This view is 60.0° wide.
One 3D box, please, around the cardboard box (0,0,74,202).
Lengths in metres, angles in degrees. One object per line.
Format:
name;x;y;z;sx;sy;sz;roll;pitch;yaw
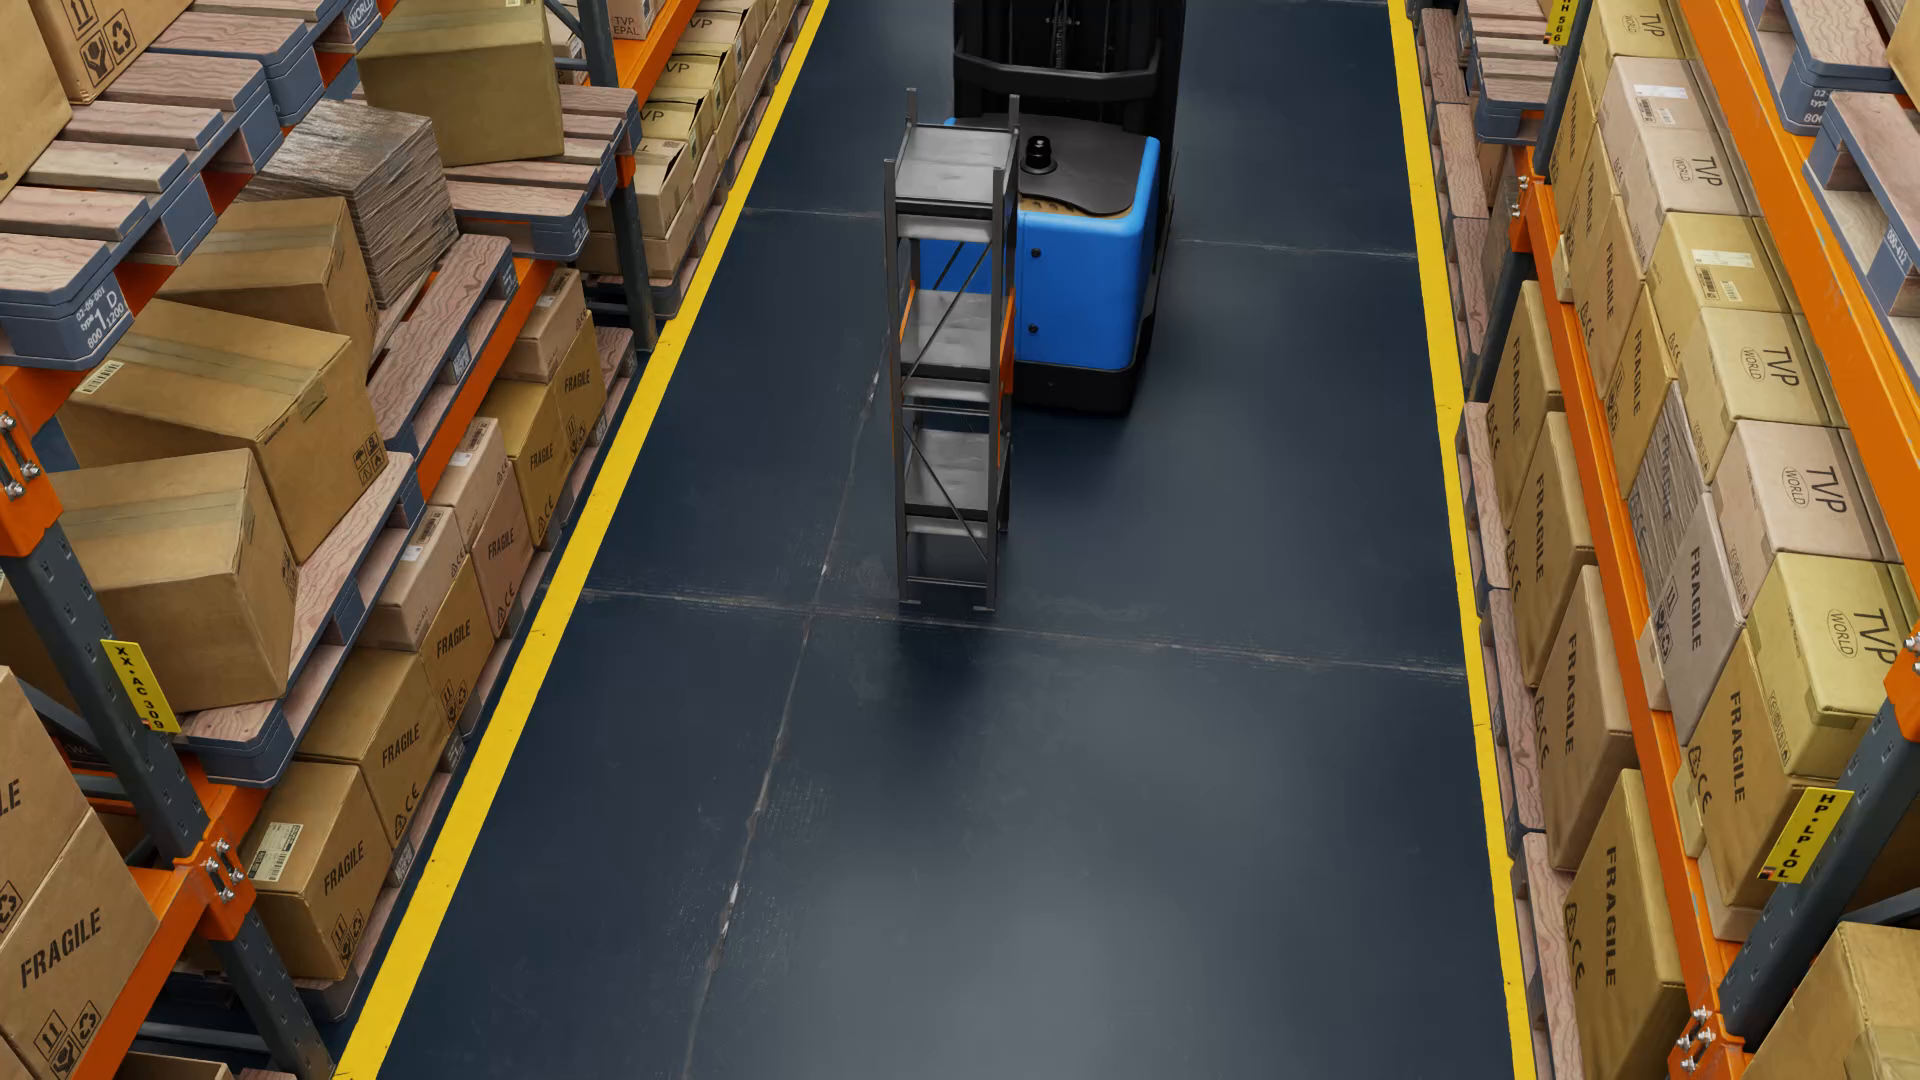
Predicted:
cardboard box;-2.399;-1.021;3.514;0.600;0.600;0.600;1;43;2

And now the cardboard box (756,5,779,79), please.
cardboard box;-1.384;-2.974;9.904;0.500;0.250;0.500;6;44;6

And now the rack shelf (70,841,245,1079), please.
rack shelf;-2.803;2.254;3.211;1.077;0.370;4.000;5;44;6

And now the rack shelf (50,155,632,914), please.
rack shelf;-2.274;-0.472;6.090;1.077;0.370;4.000;5;44;6

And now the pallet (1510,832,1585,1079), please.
pallet;2.400;1.557;5.452;1.003;0.211;1.213;5;44;6

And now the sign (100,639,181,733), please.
sign;-2.000;0.360;4.059;0.100;0.325;0.005;5;44;6

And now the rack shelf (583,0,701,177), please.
rack shelf;-1.745;-3.198;8.969;1.077;0.370;4.000;5;44;6

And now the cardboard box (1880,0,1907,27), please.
cardboard box;2.737;-1.518;4.097;0.700;0.500;0.500;5;44;5

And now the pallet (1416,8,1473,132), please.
pallet;3.328;-2.831;10.087;1.003;0.211;1.213;5;44;6

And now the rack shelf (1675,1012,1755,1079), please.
rack shelf;2.108;2.702;2.738;1.077;0.370;4.000;5;44;6

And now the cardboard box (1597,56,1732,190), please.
cardboard box;2.515;-1.420;5.719;0.500;0.250;0.500;5;44;5

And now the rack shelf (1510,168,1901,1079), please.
rack shelf;2.637;-0.024;5.617;1.077;0.370;4.000;5;44;6

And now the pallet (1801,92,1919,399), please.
pallet;2.445;-0.571;3.629;0.805;0.209;1.217;4;44;4

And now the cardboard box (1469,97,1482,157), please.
cardboard box;3.223;-2.423;9.125;0.700;0.500;0.500;6;44;6

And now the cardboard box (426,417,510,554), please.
cardboard box;-2.035;-0.225;6.259;0.500;0.250;0.500;4;44;5

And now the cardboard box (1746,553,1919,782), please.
cardboard box;2.180;0.312;3.890;0.500;0.250;0.500;6;44;7

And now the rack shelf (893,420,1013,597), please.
rack shelf;-0.022;-0.131;6.900;0.431;0.518;0.480;5;44;6

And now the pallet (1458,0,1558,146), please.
pallet;2.890;-2.074;7.398;1.213;0.211;1.003;5;44;6

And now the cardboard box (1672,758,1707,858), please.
cardboard box;2.146;0.731;4.464;0.380;0.149;0.250;6;44;6

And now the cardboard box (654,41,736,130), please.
cardboard box;-1.519;-2.490;8.985;0.500;0.311;0.500;4;44;4

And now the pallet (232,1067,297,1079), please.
pallet;-2.630;2.111;4.868;1.003;0.211;1.213;5;44;6

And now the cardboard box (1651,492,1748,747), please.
cardboard box;2.241;0.240;4.511;0.500;0.500;0.500;6;44;6

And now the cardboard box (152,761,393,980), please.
cardboard box;-2.233;1.070;5.436;0.500;0.500;0.500;3;44;4

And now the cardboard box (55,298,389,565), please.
cardboard box;-2.226;-0.336;5.045;0.700;0.500;0.500;12;45;12

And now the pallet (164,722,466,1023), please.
pallet;-2.468;1.085;5.951;1.003;0.211;1.213;5;44;6

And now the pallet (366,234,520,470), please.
pallet;-2.262;-0.701;5.948;1.003;0.211;1.213;5;44;6

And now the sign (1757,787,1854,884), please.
sign;1.833;0.643;3.604;0.100;0.325;0.005;5;44;6

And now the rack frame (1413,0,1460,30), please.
rack frame;3.430;-4.374;9.688;1.000;3.000;0.127;5;44;6

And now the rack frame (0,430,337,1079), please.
rack frame;-2.538;0.630;4.403;1.000;3.000;0.127;5;44;6

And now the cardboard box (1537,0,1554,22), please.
cardboard box;3.000;-2.549;7.368;0.700;0.500;0.500;1;43;2

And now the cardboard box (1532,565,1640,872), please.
cardboard box;2.444;0.645;5.645;0.750;0.750;0.750;6;44;7

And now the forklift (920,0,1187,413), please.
forklift;0.559;-2.684;7.953;1.130;2.935;3.031;8;44;8

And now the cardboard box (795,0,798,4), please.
cardboard box;-1.248;-3.667;10.636;0.500;0.250;0.500;5;44;5

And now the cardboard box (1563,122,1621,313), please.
cardboard box;2.505;-1.136;5.965;0.500;0.500;0.500;7;44;7

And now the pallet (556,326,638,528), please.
pallet;-2.146;-0.578;7.707;1.003;0.211;1.213;5;44;6

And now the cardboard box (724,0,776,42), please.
cardboard box;-1.381;-3.183;9.716;0.500;0.311;0.500;5;44;5

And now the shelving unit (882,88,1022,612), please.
shelving unit;-0.022;-0.650;6.409;0.431;2.100;0.503;5;44;6

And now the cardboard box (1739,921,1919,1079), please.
cardboard box;2.284;1.337;3.438;0.980;0.700;0.700;6;44;6

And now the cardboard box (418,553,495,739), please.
cardboard box;-2.100;0.366;6.180;0.500;0.500;0.500;6;44;6

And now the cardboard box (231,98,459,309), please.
cardboard box;-2.291;-1.240;5.999;0.700;0.500;0.500;13;45;13

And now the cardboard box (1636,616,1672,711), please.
cardboard box;2.202;0.373;4.842;0.380;0.149;0.250;5;44;6

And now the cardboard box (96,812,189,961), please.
cardboard box;-2.757;1.015;5.494;0.500;0.500;0.500;5;44;5

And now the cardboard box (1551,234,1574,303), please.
cardboard box;2.467;-1.017;6.310;0.380;0.149;0.250;6;44;7

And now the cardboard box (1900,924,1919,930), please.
cardboard box;2.613;0.951;4.232;0.380;0.149;0.250;4;44;4

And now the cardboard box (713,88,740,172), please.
cardboard box;-1.521;-2.278;9.169;0.500;0.250;0.500;4;44;4

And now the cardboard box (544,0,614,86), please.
cardboard box;-1.918;-2.308;7.570;0.500;0.311;0.500;8;44;8

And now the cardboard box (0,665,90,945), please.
cardboard box;-2.349;0.599;3.636;0.500;0.500;0.500;5;44;6

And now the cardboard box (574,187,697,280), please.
cardboard box;-1.649;-1.580;8.432;0.500;0.250;0.500;5;44;5

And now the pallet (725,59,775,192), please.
pallet;-1.698;-2.470;9.705;1.003;0.211;1.213;5;44;6

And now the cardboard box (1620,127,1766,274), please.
cardboard box;2.453;-1.079;5.359;0.500;0.250;0.500;6;44;6

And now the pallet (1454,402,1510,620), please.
pallet;2.722;-0.105;7.208;1.003;0.211;1.213;5;44;6

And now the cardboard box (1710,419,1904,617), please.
cardboard box;2.258;-0.035;4.257;0.500;0.250;0.500;6;44;6

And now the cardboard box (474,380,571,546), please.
cardboard box;-1.969;-0.337;6.922;0.500;0.500;0.500;4;44;4

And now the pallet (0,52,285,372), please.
pallet;-2.383;-0.829;3.899;1.213;0.211;1.003;5;44;6

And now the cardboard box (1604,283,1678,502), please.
cardboard box;2.377;-0.442;5.232;0.500;0.500;0.500;6;44;7

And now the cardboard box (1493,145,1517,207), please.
cardboard box;3.128;-1.736;8.400;0.700;0.500;0.500;5;44;5

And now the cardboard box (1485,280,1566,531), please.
cardboard box;2.674;-0.531;6.887;0.750;0.750;0.750;5;44;5

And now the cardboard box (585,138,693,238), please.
cardboard box;-1.649;-1.784;8.239;0.500;0.311;0.500;7;44;7

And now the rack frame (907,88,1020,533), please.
rack frame;0.010;-0.816;6.585;0.400;2.100;0.015;5;44;6
